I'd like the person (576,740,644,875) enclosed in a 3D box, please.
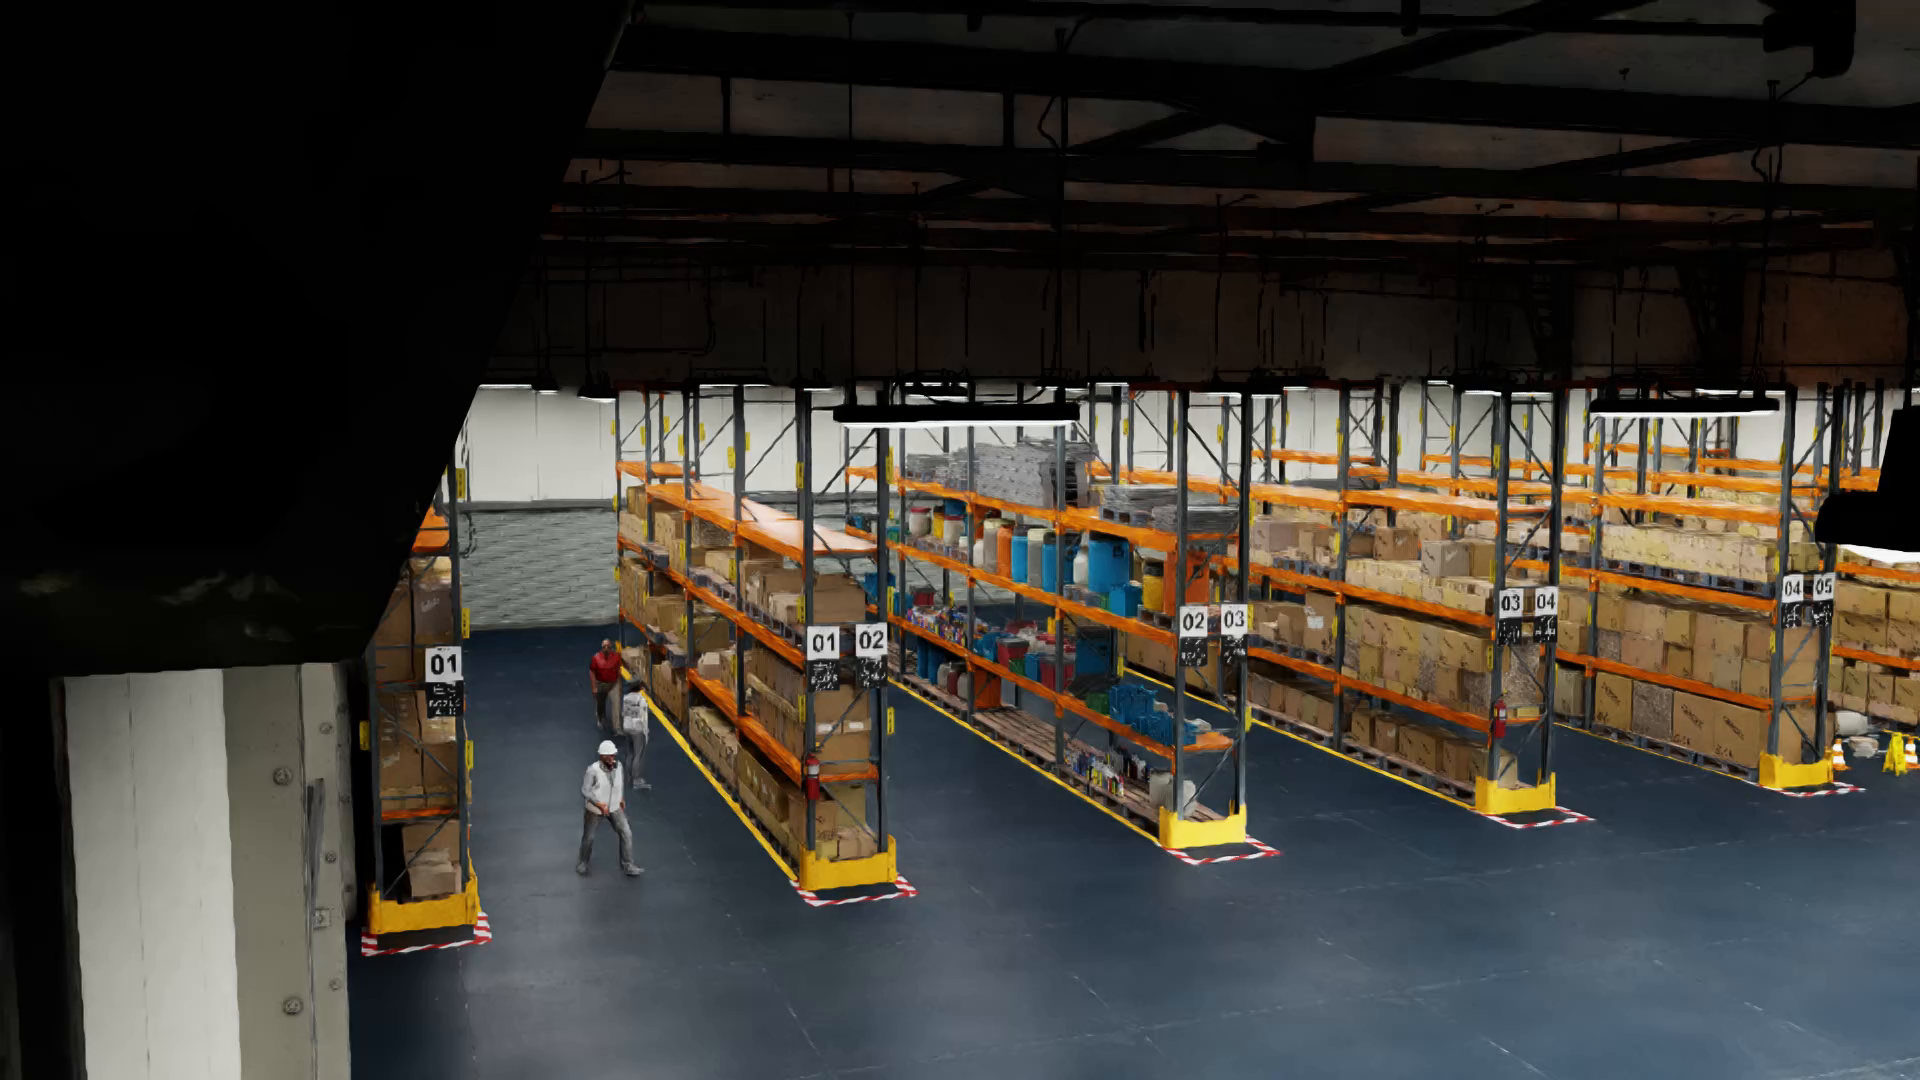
[{"bbox_3d":[-4.401,3.298,20.608,0.683,1.713,0.837,-4,7,-35],"label":"person"}]

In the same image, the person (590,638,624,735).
[{"bbox_3d":[-6.054,2.489,28.468,0.542,1.645,1.126,-2,6,-17],"label":"person"}]

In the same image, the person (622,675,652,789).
[{"bbox_3d":[-4.821,2.861,24.864,0.521,1.680,0.408,5,8,39],"label":"person"}]

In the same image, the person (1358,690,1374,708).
[{"bbox_3d":[7.415,2.338,30.129,0.423,1.599,0.499,-6,8,-44],"label":"person"}]
